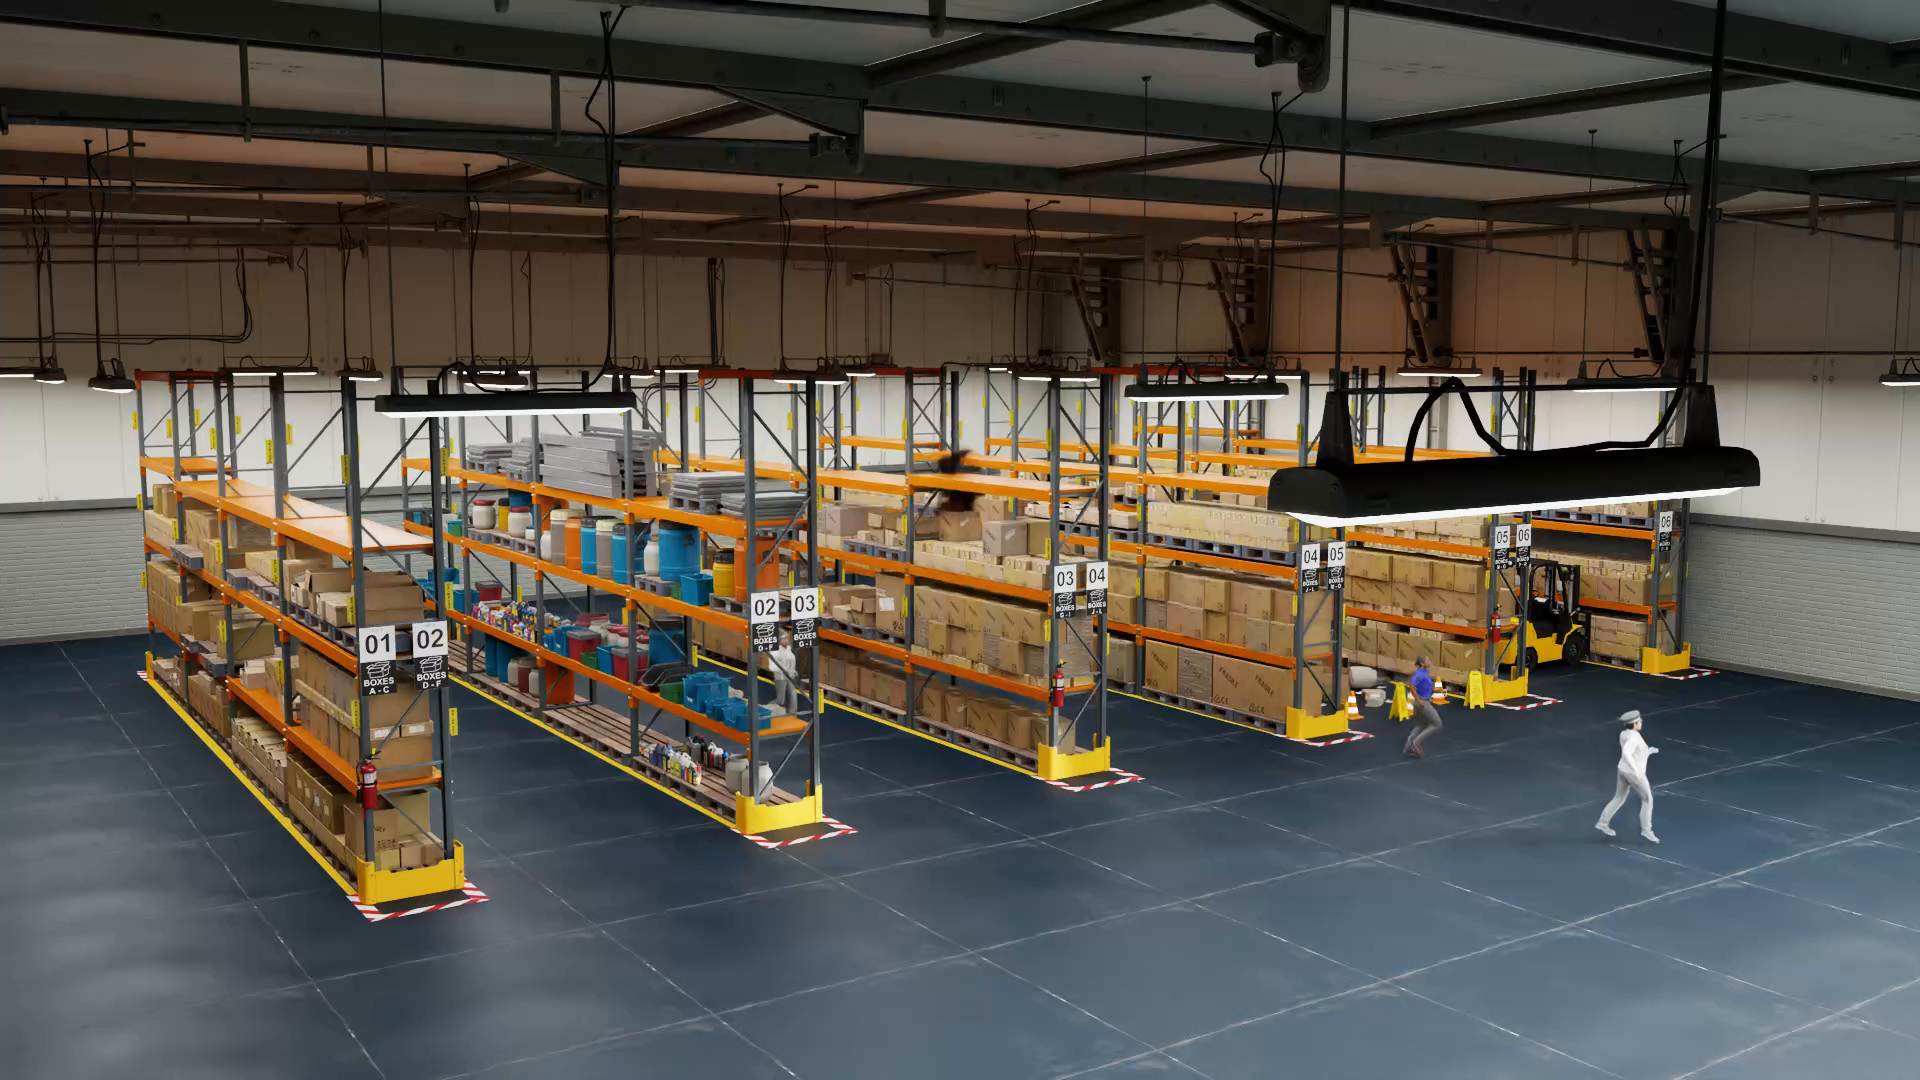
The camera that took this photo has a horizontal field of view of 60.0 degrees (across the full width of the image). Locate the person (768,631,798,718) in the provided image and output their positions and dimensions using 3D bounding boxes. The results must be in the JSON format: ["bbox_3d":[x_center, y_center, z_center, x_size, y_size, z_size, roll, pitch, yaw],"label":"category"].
[{"bbox_3d":[-2.948,2.346,27.871,0.616,1.692,0.901,-6,9,-44],"label":"person"}]

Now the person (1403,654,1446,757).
[{"bbox_3d":[7.272,2.584,25.972,0.619,1.614,0.551,1,7,9],"label":"person"}]

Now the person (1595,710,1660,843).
[{"bbox_3d":[8.662,3.059,21.501,0.808,1.741,0.587,-1,6,-7],"label":"person"}]
